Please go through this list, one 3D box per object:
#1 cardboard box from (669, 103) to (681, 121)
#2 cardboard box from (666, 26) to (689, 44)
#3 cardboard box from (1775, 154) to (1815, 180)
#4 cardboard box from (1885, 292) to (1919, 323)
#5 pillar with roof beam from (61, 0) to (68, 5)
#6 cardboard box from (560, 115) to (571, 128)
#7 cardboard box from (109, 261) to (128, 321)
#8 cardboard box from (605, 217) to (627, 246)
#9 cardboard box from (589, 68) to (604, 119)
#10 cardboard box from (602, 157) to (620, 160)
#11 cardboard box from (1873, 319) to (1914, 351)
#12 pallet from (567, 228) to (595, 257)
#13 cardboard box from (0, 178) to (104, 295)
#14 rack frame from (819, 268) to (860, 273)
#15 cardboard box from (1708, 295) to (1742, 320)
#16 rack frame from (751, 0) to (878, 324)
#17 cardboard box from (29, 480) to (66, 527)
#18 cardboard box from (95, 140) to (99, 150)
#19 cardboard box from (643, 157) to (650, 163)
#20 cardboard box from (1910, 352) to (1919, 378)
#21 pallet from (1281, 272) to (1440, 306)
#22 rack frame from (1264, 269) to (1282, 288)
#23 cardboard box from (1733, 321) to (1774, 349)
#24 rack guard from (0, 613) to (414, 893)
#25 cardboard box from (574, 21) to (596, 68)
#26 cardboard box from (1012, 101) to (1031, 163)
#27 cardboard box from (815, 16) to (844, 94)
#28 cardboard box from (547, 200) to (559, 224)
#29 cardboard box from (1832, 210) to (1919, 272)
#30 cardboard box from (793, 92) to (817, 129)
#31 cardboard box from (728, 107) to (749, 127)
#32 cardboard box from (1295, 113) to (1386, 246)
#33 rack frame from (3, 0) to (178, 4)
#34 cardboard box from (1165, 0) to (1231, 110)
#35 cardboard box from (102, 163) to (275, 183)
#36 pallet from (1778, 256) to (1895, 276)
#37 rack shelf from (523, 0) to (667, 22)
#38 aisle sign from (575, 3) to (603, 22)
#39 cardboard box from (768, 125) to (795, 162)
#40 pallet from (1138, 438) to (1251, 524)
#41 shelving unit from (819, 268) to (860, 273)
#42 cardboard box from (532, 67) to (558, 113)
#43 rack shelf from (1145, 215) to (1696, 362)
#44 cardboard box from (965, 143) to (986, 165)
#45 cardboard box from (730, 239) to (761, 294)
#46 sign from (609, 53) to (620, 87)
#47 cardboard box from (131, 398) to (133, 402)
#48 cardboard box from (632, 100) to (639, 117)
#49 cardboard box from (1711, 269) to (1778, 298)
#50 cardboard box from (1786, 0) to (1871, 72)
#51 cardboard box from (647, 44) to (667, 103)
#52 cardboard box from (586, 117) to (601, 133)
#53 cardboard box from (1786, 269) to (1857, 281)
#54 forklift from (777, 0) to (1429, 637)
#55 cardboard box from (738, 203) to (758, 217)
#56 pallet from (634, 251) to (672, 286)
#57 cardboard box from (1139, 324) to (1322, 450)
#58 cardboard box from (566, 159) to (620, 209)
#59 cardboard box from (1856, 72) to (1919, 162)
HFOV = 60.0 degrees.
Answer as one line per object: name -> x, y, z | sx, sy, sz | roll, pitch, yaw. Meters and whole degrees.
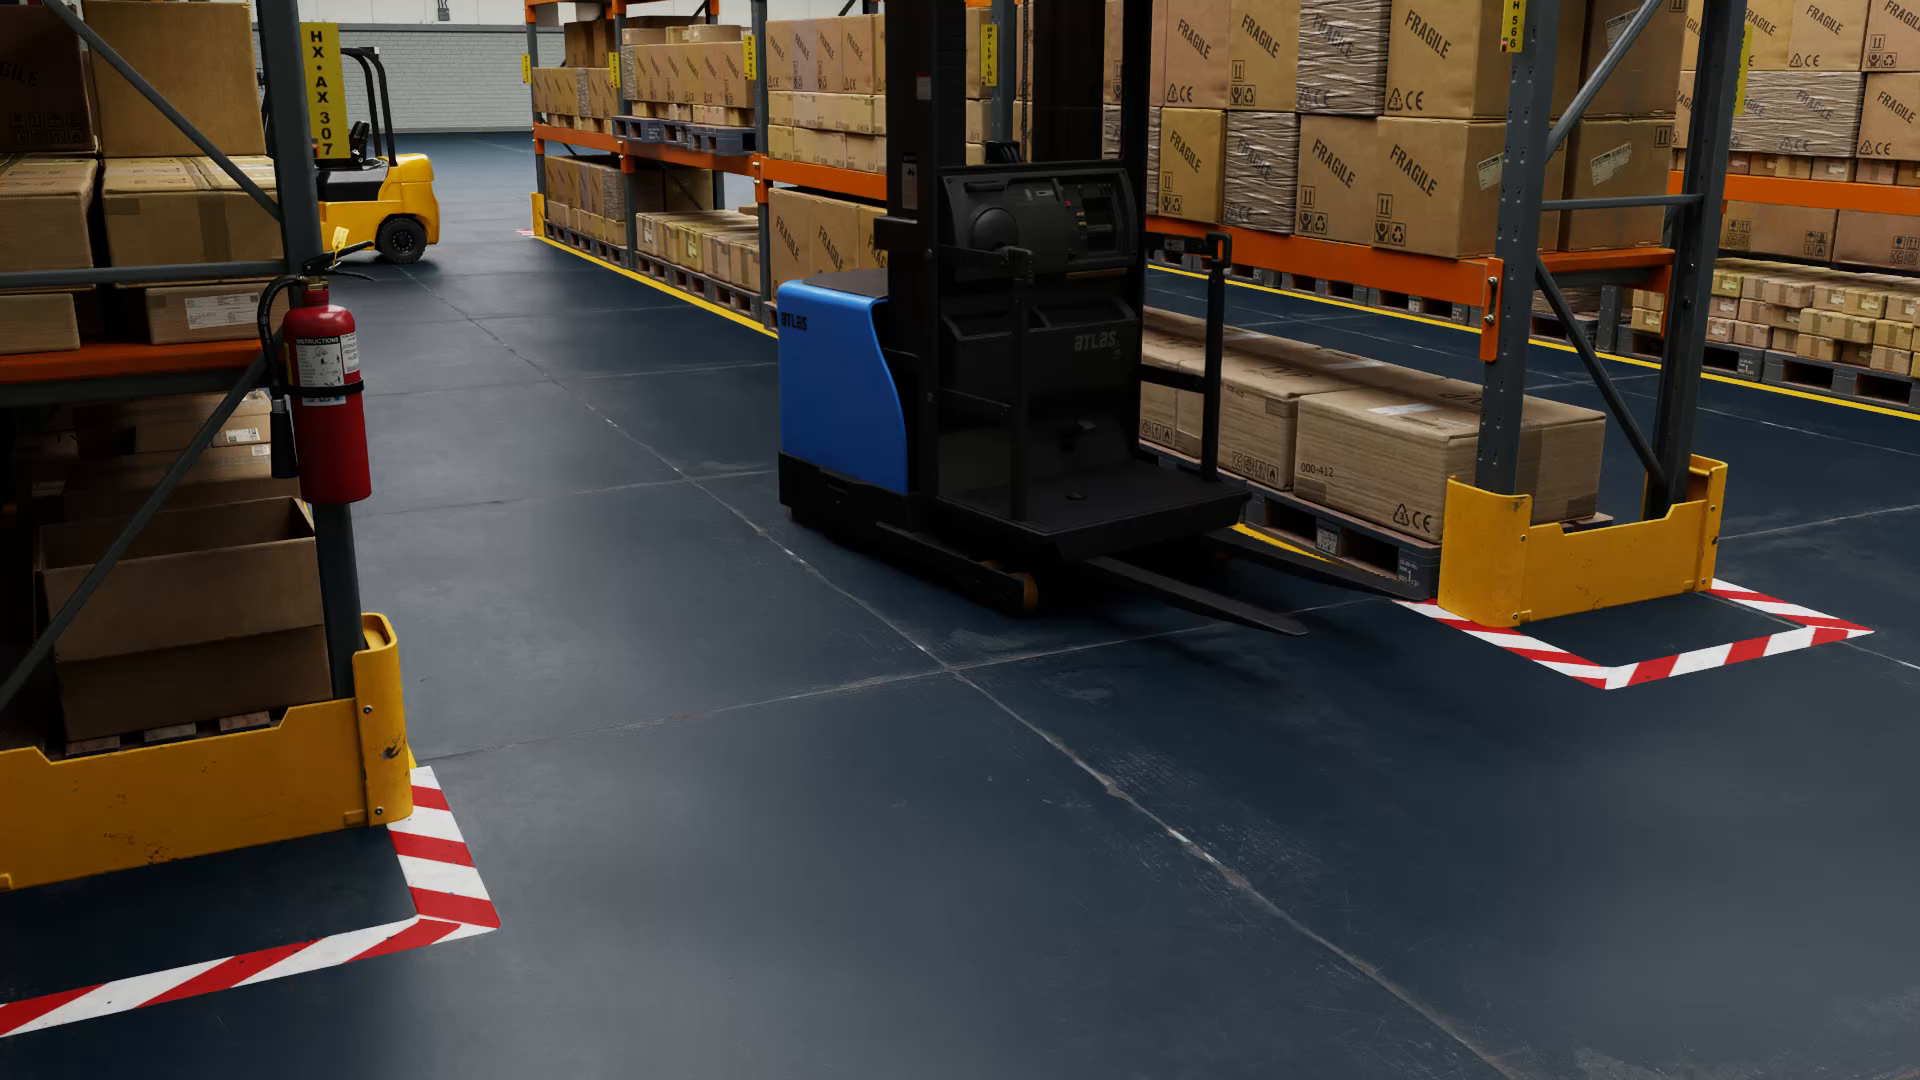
cardboard box -> -2.356, -3.784, 14.694 | 0.380, 0.149, 0.250 | -7, 17, -23
cardboard box -> -2.404, -4.493, 14.813 | 0.380, 0.149, 0.250 | -7, 17, -22
cardboard box -> 5.389, -2.361, 10.494 | 0.380, 0.149, 0.250 | -7, 18, -24
cardboard box -> 5.816, -1.400, 10.018 | 0.380, 0.149, 0.250 | -8, 18, -27
pillar with roof beam -> -16.223, -13.669, 38.570 | 9.100, 9.000, 0.400 | -8, 18, -25
cardboard box -> -4.270, -4.702, 18.653 | 0.380, 0.149, 0.250 | -7, 17, -23
cardboard box -> -2.261, -0.741, 4.851 | 0.380, 0.149, 0.250 | -8, 18, -26
cardboard box -> -3.361, -3.199, 17.185 | 0.500, 0.250, 0.500 | -7, 17, -22
cardboard box -> -3.510, -4.603, 17.132 | 0.500, 0.500, 0.500 | -7, 17, -23
cardboard box -> -3.796, -4.141, 19.108 | 0.500, 0.500, 0.500 | -7, 17, -23
cardboard box -> 5.751, -1.245, 10.019 | 0.380, 0.149, 0.250 | -7, 17, -22
pallet -> -3.725, -3.330, 18.472 | 1.003, 0.211, 1.213 | -8, 18, -25
cardboard box -> -2.504, -0.782, 4.269 | 0.500, 0.250, 0.500 | -7, 17, -23
rack frame -> -0.567, -0.788, 8.098 | 0.200, 1.050, 0.008 | -6, 13, -19
cardboard box -> 5.251, -1.583, 11.195 | 0.380, 0.149, 0.250 | -8, 18, -25
rack frame -> -1.108, -3.213, 13.010 | 1.000, 3.000, 0.127 | -8, 18, -25
cardboard box -> -3.549, -0.152, 6.750 | 0.380, 0.149, 0.250 | -8, 18, -26
cardboard box -> -3.616, -1.413, 6.468 | 0.500, 0.250, 0.500 | -8, 18, -25
cardboard box -> -3.225, -4.168, 18.026 | 0.380, 0.149, 0.250 | -7, 17, -22
cardboard box -> 5.854, -1.032, 9.817 | 0.380, 0.149, 0.250 | -9, 18, -27
pallet -> 3.638, -2.302, 14.890 | 1.003, 0.211, 1.213 | -8, 18, -25
rack frame -> 3.297, -3.836, 15.181 | 1.000, 3.000, 0.127 | -8, 18, -25
cardboard box -> 5.349, -1.369, 10.990 | 0.380, 0.149, 0.250 | -8, 18, -26
rack guard -> -2.097, 0.554, 4.414 | 1.175, 0.500, 0.348 | -8, 18, -25
cardboard box -> -3.978, -5.642, 18.939 | 0.700, 0.500, 0.500 | -7, 18, -24
cardboard box -> 0.614, -2.121, 9.024 | 0.500, 0.500, 0.500 | -7, 17, -23
cardboard box -> -0.673, -3.338, 11.451 | 0.500, 0.500, 0.500 | -7, 17, -23
cardboard box -> -4.508, -3.844, 19.430 | 0.500, 0.250, 0.500 | -8, 18, -25
cardboard box -> 8.862, -2.977, 15.278 | 1.225, 0.875, 0.875 | -8, 18, -27
cardboard box -> -0.883, -3.098, 11.973 | 0.500, 0.250, 0.500 | -7, 18, -24
cardboard box -> -1.646, -3.405, 13.372 | 0.380, 0.149, 0.250 | -7, 18, -24
cardboard box -> 1.741, -1.491, 6.829 | 0.500, 0.500, 0.500 | -8, 18, -26
rack frame -> -5.569, -2.612, 10.916 | 1.000, 3.000, 0.127 | -8, 18, -25
cardboard box -> 1.284, -2.223, 7.565 | 0.500, 0.500, 0.500 | -8, 18, -25
cardboard box -> -2.241, -0.970, 4.925 | 0.500, 0.250, 0.500 | -7, 18, -24
pallet -> 8.608, -2.564, 15.802 | 1.003, 0.211, 1.213 | -8, 18, -25
rack shelf -> -3.737, -5.797, 17.880 | 1.077, 0.370, 4.000 | -8, 18, -25
aisle sign -> -4.379, -6.497, 19.739 | 0.394, 0.787, 0.004 | -8, 18, -25
cardboard box -> -1.120, -2.989, 12.502 | 0.500, 0.250, 0.500 | -8, 18, -26
pallet -> 1.445, -0.380, 8.193 | 1.003, 0.211, 1.213 | -8, 18, -25
shelving unit -> -0.526, -0.765, 7.985 | 0.215, 1.050, 0.252 | -6, 13, -19
cardboard box -> -4.655, -5.237, 19.341 | 0.500, 0.500, 0.500 | -8, 18, -26
rack shelf -> 1.520, -1.380, 7.925 | 1.077, 0.370, 4.000 | -8, 18, -25
cardboard box -> 0.221, -2.230, 9.856 | 0.500, 0.250, 0.500 | -8, 18, -26
cardboard box -> -1.347, -2.293, 13.807 | 0.950, 0.372, 0.625 | -9, 18, -29
sign -> -3.345, -4.554, 16.111 | 0.100, 0.325, 0.005 | -8, 18, -25
cardboard box -> -4.507, -0.831, 8.479 | 0.500, 0.500, 0.500 | -8, 18, -27
cardboard box -> -2.902, -4.111, 15.832 | 0.380, 0.149, 0.250 | -7, 18, -24
cardboard box -> 5.237, -1.719, 11.133 | 0.380, 0.149, 0.250 | -8, 18, -26
cardboard box -> 5.462, -3.120, 10.150 | 0.500, 0.500, 0.500 | -7, 18, -24
cardboard box -> -2.489, -4.199, 14.962 | 0.500, 0.500, 0.500 | -8, 18, -25
cardboard box -> -3.723, -4.379, 17.526 | 0.380, 0.149, 0.250 | -8, 18, -26
cardboard box -> 5.746, -1.712, 11.107 | 0.380, 0.149, 0.250 | -7, 17, -23
forklift -> 0.455, -1.276, 6.384 | 1.130, 2.935, 3.031 | -12, 20, -35
cardboard box -> -2.107, -3.435, 18.309 | 0.500, 0.500, 0.500 | 4, 16, 13
pallet -> -2.518, -2.672, 16.178 | 1.003, 0.211, 1.213 | -8, 18, -25
cardboard box -> 1.215, -0.801, 8.488 | 0.875, 0.438, 0.875 | -8, 18, -27
cardboard box -> -4.052, -3.944, 18.420 | 0.500, 0.500, 0.500 | -7, 18, -24
cardboard box -> 5.713, -2.502, 9.811 | 0.500, 0.500, 0.500 | -7, 17, -22
